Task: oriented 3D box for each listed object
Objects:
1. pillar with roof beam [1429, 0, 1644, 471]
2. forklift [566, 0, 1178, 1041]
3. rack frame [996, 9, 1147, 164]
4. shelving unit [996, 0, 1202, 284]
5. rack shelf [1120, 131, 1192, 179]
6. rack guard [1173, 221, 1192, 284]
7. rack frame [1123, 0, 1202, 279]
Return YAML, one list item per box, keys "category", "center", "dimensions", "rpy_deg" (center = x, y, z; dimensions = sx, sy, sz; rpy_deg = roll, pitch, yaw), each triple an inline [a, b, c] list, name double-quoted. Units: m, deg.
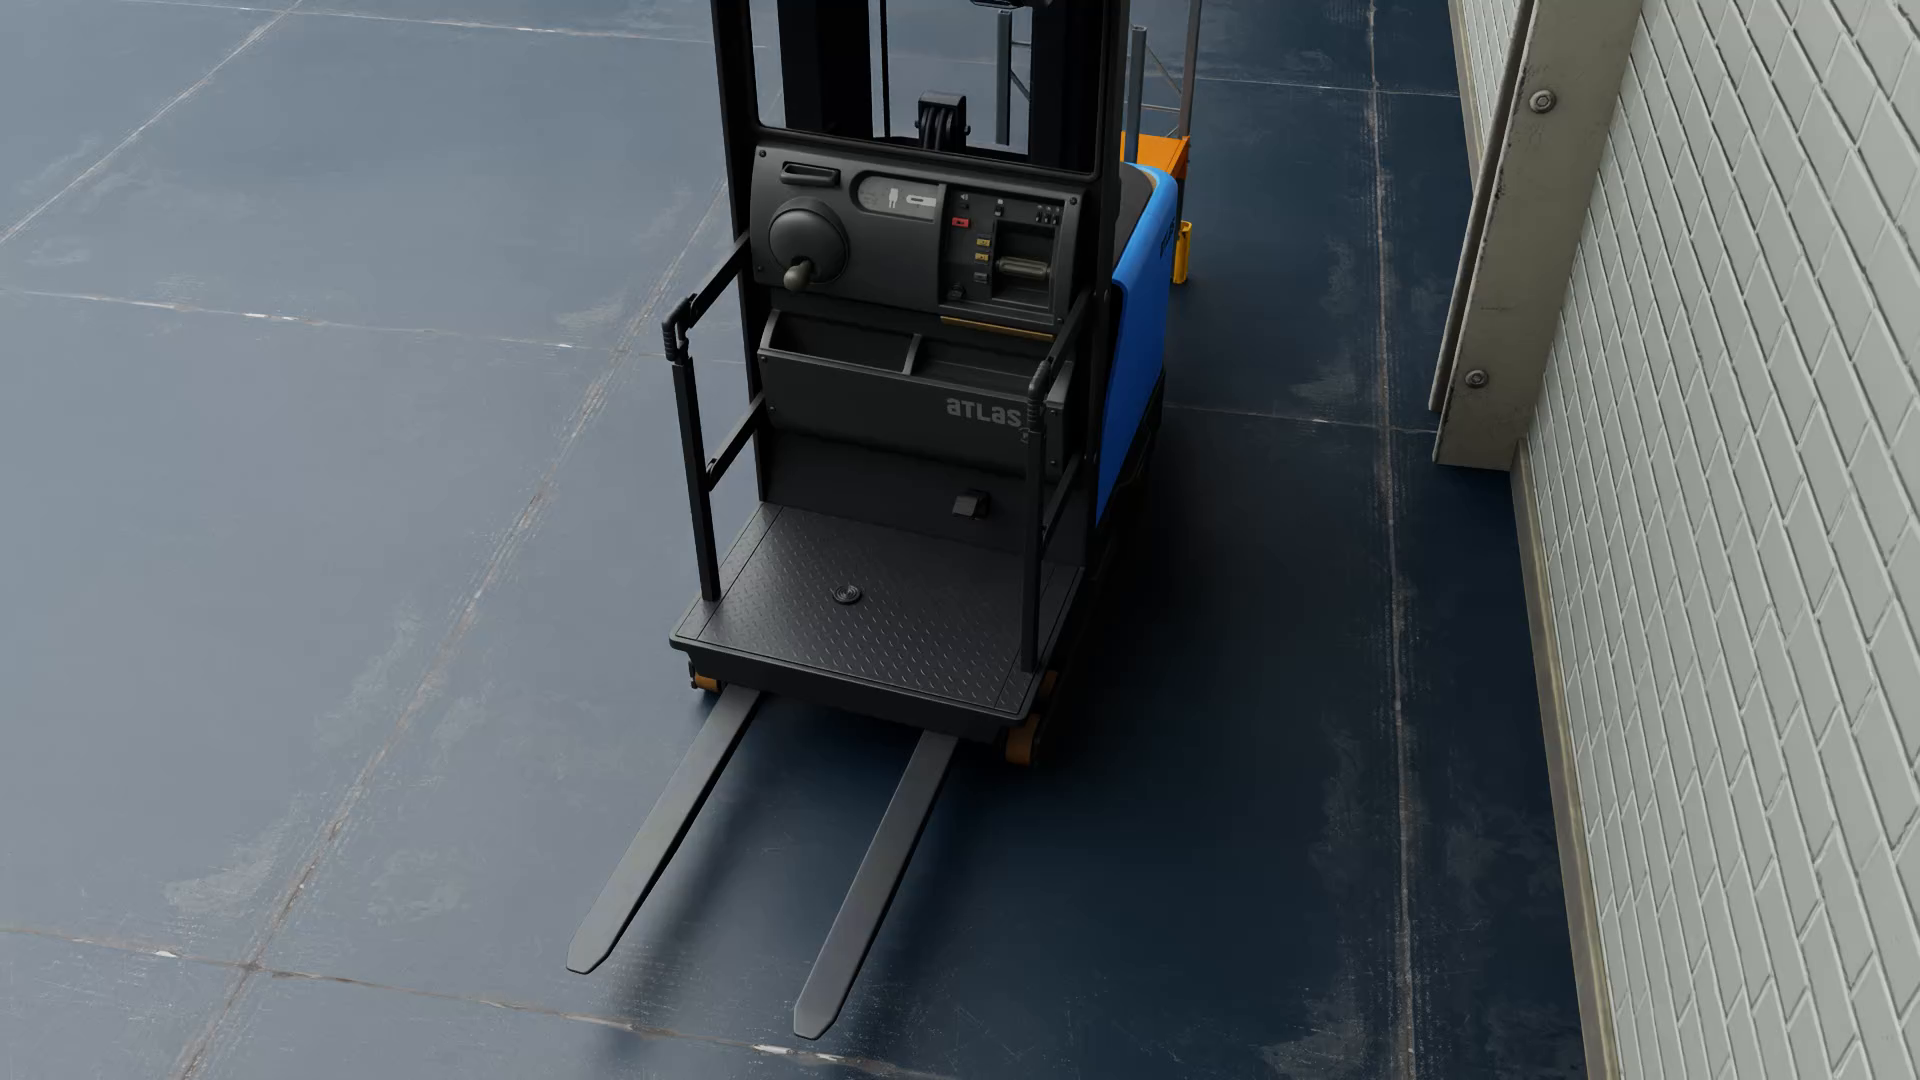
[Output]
- category: "pillar with roof beam"
  center: [-2.321, -4.332, 3.928]
  dimensions: [9.100, 9.000, 0.400]
  rpy_deg: [6, 40, 8]
- category: "forklift"
  center: [-0.193, -0.750, 4.357]
  dimensions: [1.130, 2.935, 3.031]
  rpy_deg: [12, 41, 14]
- category: "rack frame"
  center: [0.367, -1.132, 5.942]
  dimensions: [0.500, 1.500, 0.032]
  rpy_deg: [12, 41, 14]
- category: "shelving unit"
  center: [0.528, -1.445, 6.321]
  dimensions: [0.587, 1.500, 1.083]
  rpy_deg: [12, 41, 14]
- category: "rack shelf"
  center: [0.525, -1.301, 6.429]
  dimensions: [0.538, 0.185, 1.000]
  rpy_deg: [12, 41, 14]
- category: "rack guard"
  center: [0.682, -1.265, 7.084]
  dimensions: [0.587, 0.250, 0.087]
  rpy_deg: [12, 41, 14]
- category: "rack frame"
  center: [0.682, -1.748, 6.687]
  dimensions: [0.500, 1.500, 0.032]
  rpy_deg: [12, 41, 14]
